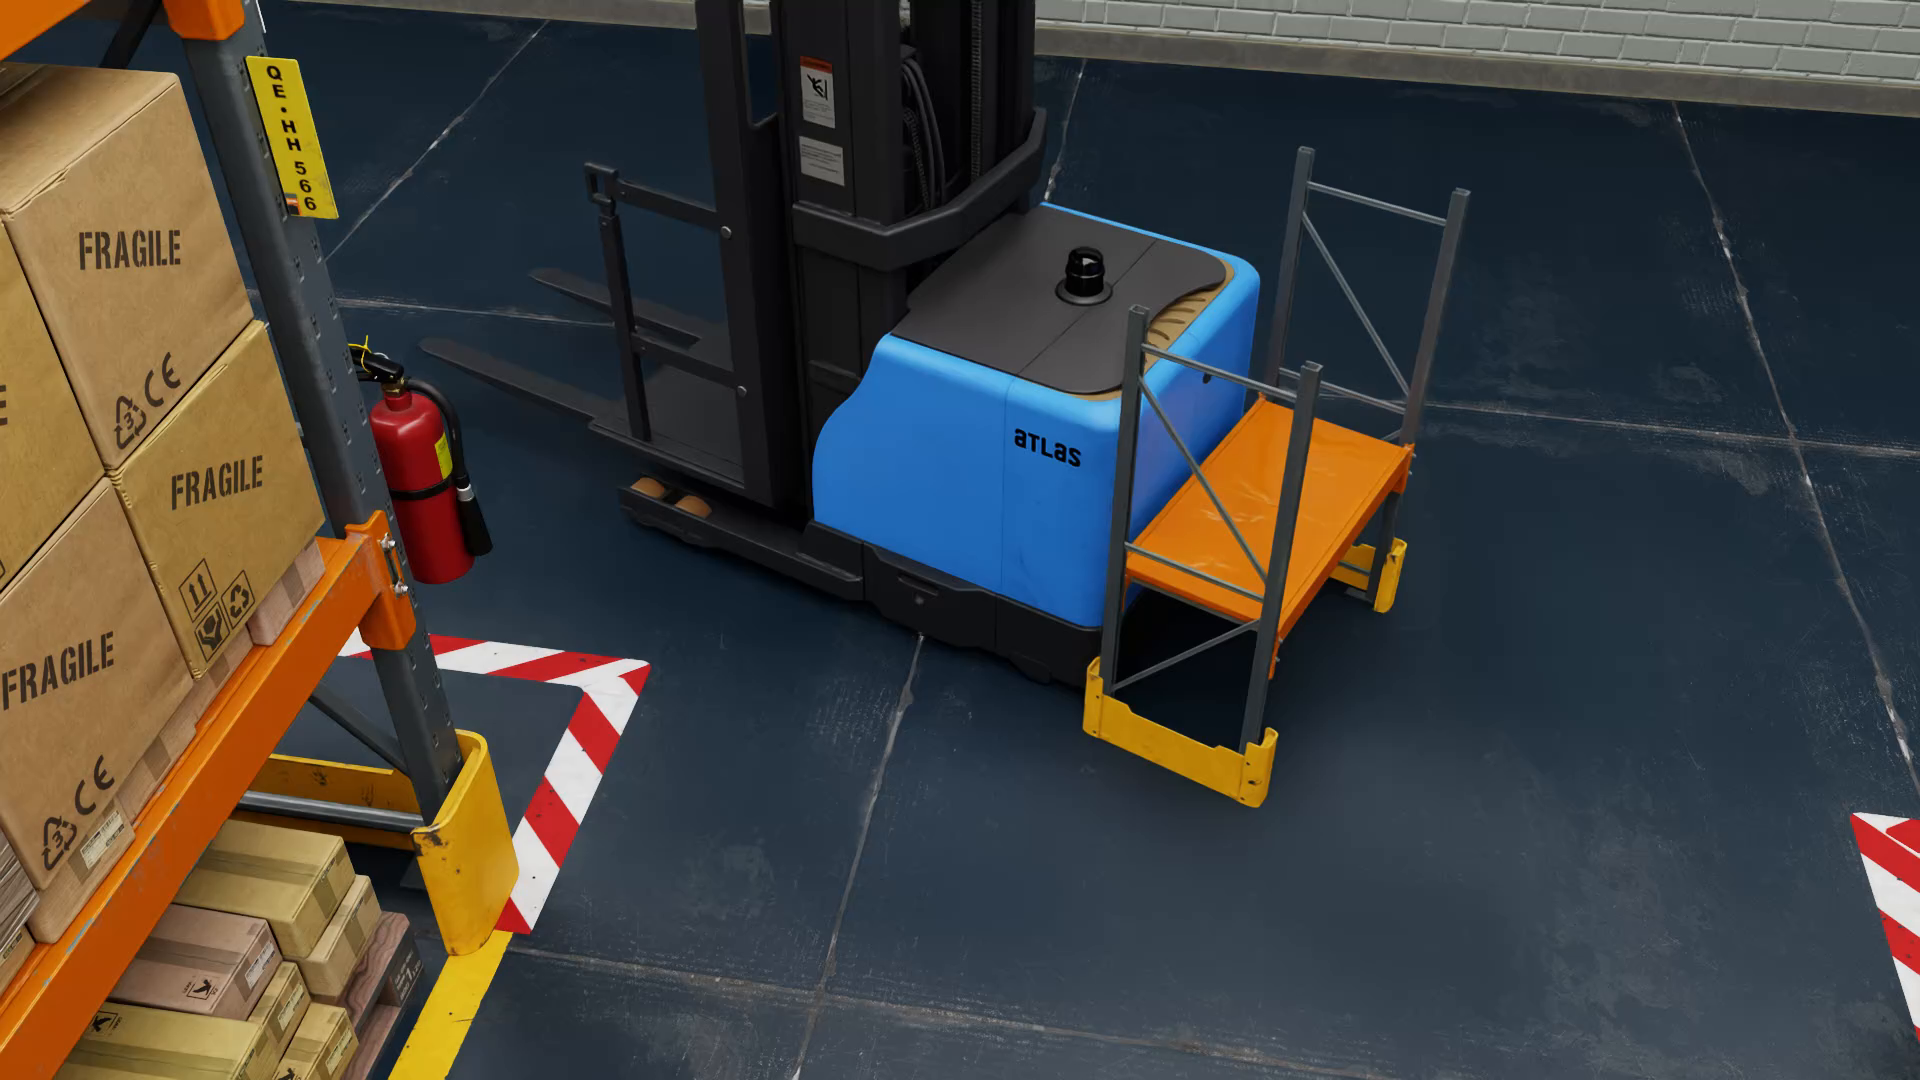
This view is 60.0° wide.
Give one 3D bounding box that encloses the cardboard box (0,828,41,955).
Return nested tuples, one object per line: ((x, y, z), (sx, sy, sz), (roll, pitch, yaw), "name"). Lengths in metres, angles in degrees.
((-1.806, 0.534, 2.438), (0.500, 0.500, 0.500), (7, 40, 8), "cardboard box")

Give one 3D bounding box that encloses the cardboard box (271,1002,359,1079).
((-1.639, 1.198, 3.855), (0.380, 0.149, 0.250), (8, 40, 9), "cardboard box")

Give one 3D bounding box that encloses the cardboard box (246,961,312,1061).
((-1.717, 1.078, 3.766), (0.380, 0.149, 0.250), (6, 40, 7), "cardboard box")

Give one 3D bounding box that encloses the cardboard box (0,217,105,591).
((-1.731, -0.171, 2.506), (0.500, 0.500, 0.500), (5, 40, 6), "cardboard box")

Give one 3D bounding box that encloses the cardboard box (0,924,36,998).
((-1.791, 0.703, 2.742), (0.380, 0.149, 0.250), (5, 40, 6), "cardboard box")

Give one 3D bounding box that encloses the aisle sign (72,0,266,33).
((-1.501, -1.280, 2.904), (0.394, 0.787, 0.004), (6, 40, 8), "aisle sign")

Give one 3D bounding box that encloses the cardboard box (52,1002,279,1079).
((-1.671, 1.131, 3.469), (0.380, 0.149, 0.250), (6, 40, 7), "cardboard box")

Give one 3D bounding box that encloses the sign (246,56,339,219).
((-1.266, -0.759, 3.158), (0.100, 0.325, 0.005), (6, 40, 8), "sign")

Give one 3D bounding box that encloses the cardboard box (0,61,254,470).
((-1.643, -0.489, 2.891), (0.500, 0.500, 0.500), (6, 40, 7), "cardboard box")

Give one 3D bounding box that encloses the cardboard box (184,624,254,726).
((-1.667, 0.219, 3.328), (0.380, 0.149, 0.250), (6, 40, 8), "cardboard box")

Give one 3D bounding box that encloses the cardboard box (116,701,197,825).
((-1.695, 0.378, 3.135), (0.380, 0.149, 0.250), (6, 40, 7), "cardboard box")

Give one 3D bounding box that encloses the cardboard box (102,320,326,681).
((-1.633, -0.108, 3.215), (0.500, 0.500, 0.500), (7, 40, 9), "cardboard box")

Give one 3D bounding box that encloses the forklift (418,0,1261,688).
((-0.589, -1.380, 5.119), (3.031, 2.935, 1.130), (21, 44, 24), "forklift")

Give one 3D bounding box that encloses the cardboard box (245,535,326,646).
((-1.587, 0.067, 3.511), (0.380, 0.149, 0.250), (6, 40, 8), "cardboard box")

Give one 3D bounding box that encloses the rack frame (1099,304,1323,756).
((0.628, 0.090, 4.461), (0.500, 1.500, 0.032), (22, 45, 24), "rack frame")

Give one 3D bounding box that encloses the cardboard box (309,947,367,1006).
((-1.694, 1.025, 4.064), (0.380, 0.149, 0.250), (7, 40, 8), "cardboard box")

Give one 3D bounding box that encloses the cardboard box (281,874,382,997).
((-1.619, 0.920, 3.958), (0.380, 0.149, 0.250), (5, 40, 6), "cardboard box")

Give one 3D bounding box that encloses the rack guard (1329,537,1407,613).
((1.172, 0.026, 5.520), (0.587, 0.250, 0.087), (22, 45, 24), "rack guard")

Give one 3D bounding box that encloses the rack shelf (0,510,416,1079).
((-2.155, 1.267, 2.428), (1.077, 0.370, 4.000), (6, 40, 8), "rack shelf")

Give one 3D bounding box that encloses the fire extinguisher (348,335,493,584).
((-1.311, -0.199, 3.990), (0.296, 0.674, 0.183), (6, 40, 8), "fire extinguisher")

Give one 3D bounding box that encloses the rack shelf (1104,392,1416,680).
((0.901, -0.044, 4.906), (0.538, 0.185, 1.000), (22, 45, 24), "rack shelf")

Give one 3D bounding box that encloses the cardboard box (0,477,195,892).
((-1.727, 0.215, 2.824), (0.500, 0.500, 0.500), (6, 40, 7), "cardboard box")

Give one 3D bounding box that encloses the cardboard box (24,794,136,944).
((-1.717, 0.541, 2.939), (0.380, 0.149, 0.250), (7, 40, 9), "cardboard box")

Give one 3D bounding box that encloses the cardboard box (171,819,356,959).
((-1.651, 0.803, 3.866), (0.380, 0.149, 0.250), (7, 40, 8), "cardboard box")

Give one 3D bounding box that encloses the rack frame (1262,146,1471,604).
((1.176, -0.456, 5.121), (0.500, 1.500, 0.032), (22, 45, 24), "rack frame")

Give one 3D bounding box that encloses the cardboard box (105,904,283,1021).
((-1.751, 0.954, 3.683), (0.380, 0.149, 0.250), (7, 40, 9), "cardboard box")

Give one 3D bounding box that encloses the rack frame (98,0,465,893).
((-1.809, -0.265, 3.717), (1.000, 3.000, 0.127), (6, 40, 8), "rack frame")

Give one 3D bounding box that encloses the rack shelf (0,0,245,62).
((-2.155, 0.111, 1.472), (1.077, 0.370, 4.000), (6, 40, 8), "rack shelf")

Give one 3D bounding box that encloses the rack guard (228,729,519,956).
((-1.822, 0.746, 4.455), (1.175, 0.500, 0.348), (6, 40, 8), "rack guard")

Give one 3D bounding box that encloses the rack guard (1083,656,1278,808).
((0.635, 0.560, 4.874), (0.587, 0.250, 0.087), (22, 45, 24), "rack guard")

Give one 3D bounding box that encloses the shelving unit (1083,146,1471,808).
((0.907, -0.188, 4.797), (0.587, 1.500, 1.083), (22, 45, 24), "shelving unit")

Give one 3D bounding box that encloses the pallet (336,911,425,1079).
((-1.997, 1.363, 3.935), (1.003, 0.211, 1.213), (6, 40, 8), "pallet")
